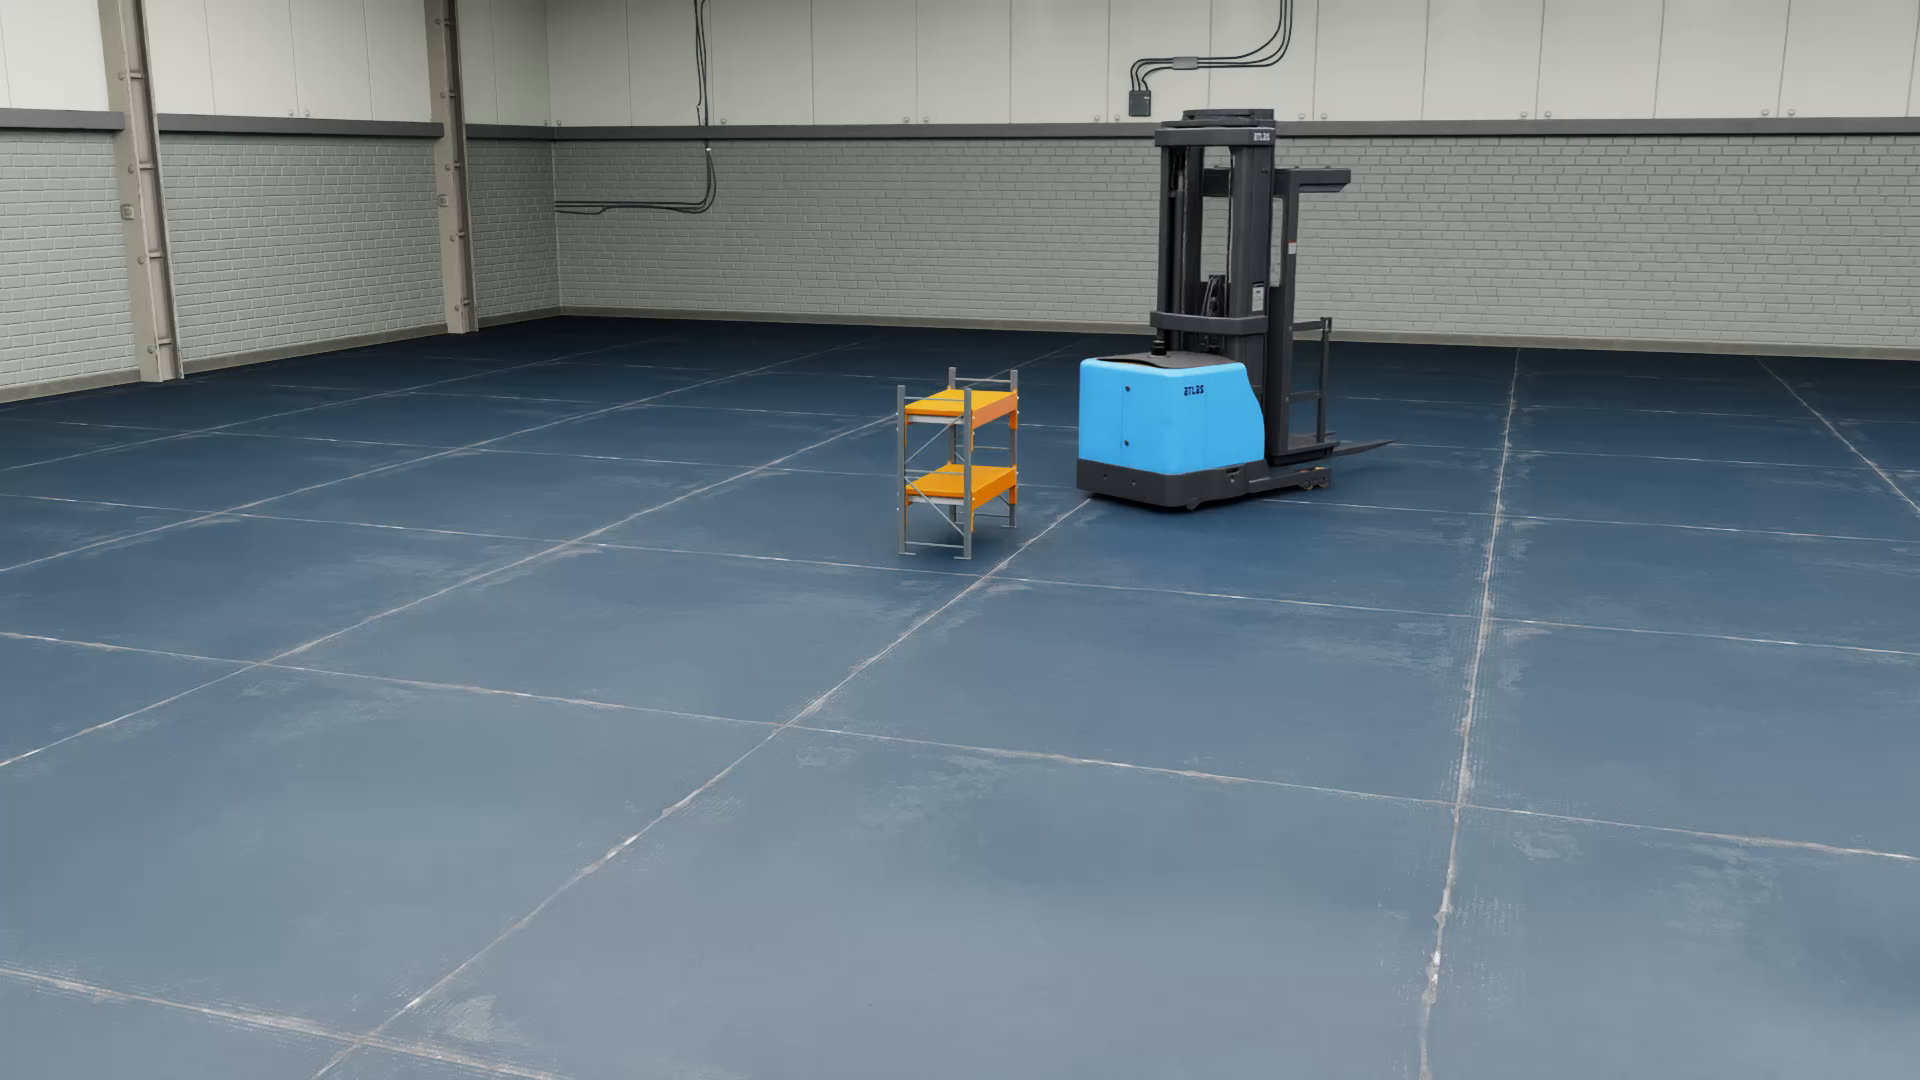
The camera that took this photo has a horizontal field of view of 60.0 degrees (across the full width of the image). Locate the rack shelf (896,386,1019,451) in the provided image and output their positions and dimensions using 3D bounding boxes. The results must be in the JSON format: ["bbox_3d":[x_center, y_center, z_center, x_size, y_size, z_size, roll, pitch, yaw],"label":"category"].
[{"bbox_3d":[-0.002,-0.832,11.291,0.538,0.278,1.000,4,14,18],"label":"rack shelf"}]

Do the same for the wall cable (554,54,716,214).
[{"bbox_3d":[-5.406,-6.582,27.081,3.097,2.526,0.112,4,14,18],"label":"wall cable"}]

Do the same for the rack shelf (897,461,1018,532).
[{"bbox_3d":[-0.002,-0.309,11.411,0.538,0.278,1.000,4,14,18],"label":"rack shelf"}]

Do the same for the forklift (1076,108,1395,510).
[{"bbox_3d":[2.353,-1.900,13.224,3.031,2.935,1.130,-11,17,-39],"label":"forklift"}]

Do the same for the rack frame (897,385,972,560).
[{"bbox_3d":[-0.167,-0.440,10.888,0.500,1.125,0.032,4,14,18],"label":"rack frame"}]

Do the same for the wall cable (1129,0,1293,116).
[{"bbox_3d":[3.571,-9.067,23.348,2.305,6.003,0.169,4,14,18],"label":"wall cable"}]

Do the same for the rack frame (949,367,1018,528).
[{"bbox_3d":[0.162,-0.654,11.825,0.500,1.125,0.032,4,14,18],"label":"rack frame"}]

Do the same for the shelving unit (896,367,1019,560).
[{"bbox_3d":[-0.002,-0.547,11.357,0.538,1.125,1.048,4,14,18],"label":"shelving unit"}]

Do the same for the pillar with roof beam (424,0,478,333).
[{"bbox_3d":[-3.537,-7.261,23.077,9.100,9.000,0.400,4,14,18],"label":"pillar with roof beam"}]

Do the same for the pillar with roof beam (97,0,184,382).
[{"bbox_3d":[-5.479,-5.998,17.542,9.100,9.000,0.400,4,14,18],"label":"pillar with roof beam"}]

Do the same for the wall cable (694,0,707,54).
[{"bbox_3d":[-2.847,-8.850,25.666,3.097,2.526,0.112,4,14,18],"label":"wall cable"}]
